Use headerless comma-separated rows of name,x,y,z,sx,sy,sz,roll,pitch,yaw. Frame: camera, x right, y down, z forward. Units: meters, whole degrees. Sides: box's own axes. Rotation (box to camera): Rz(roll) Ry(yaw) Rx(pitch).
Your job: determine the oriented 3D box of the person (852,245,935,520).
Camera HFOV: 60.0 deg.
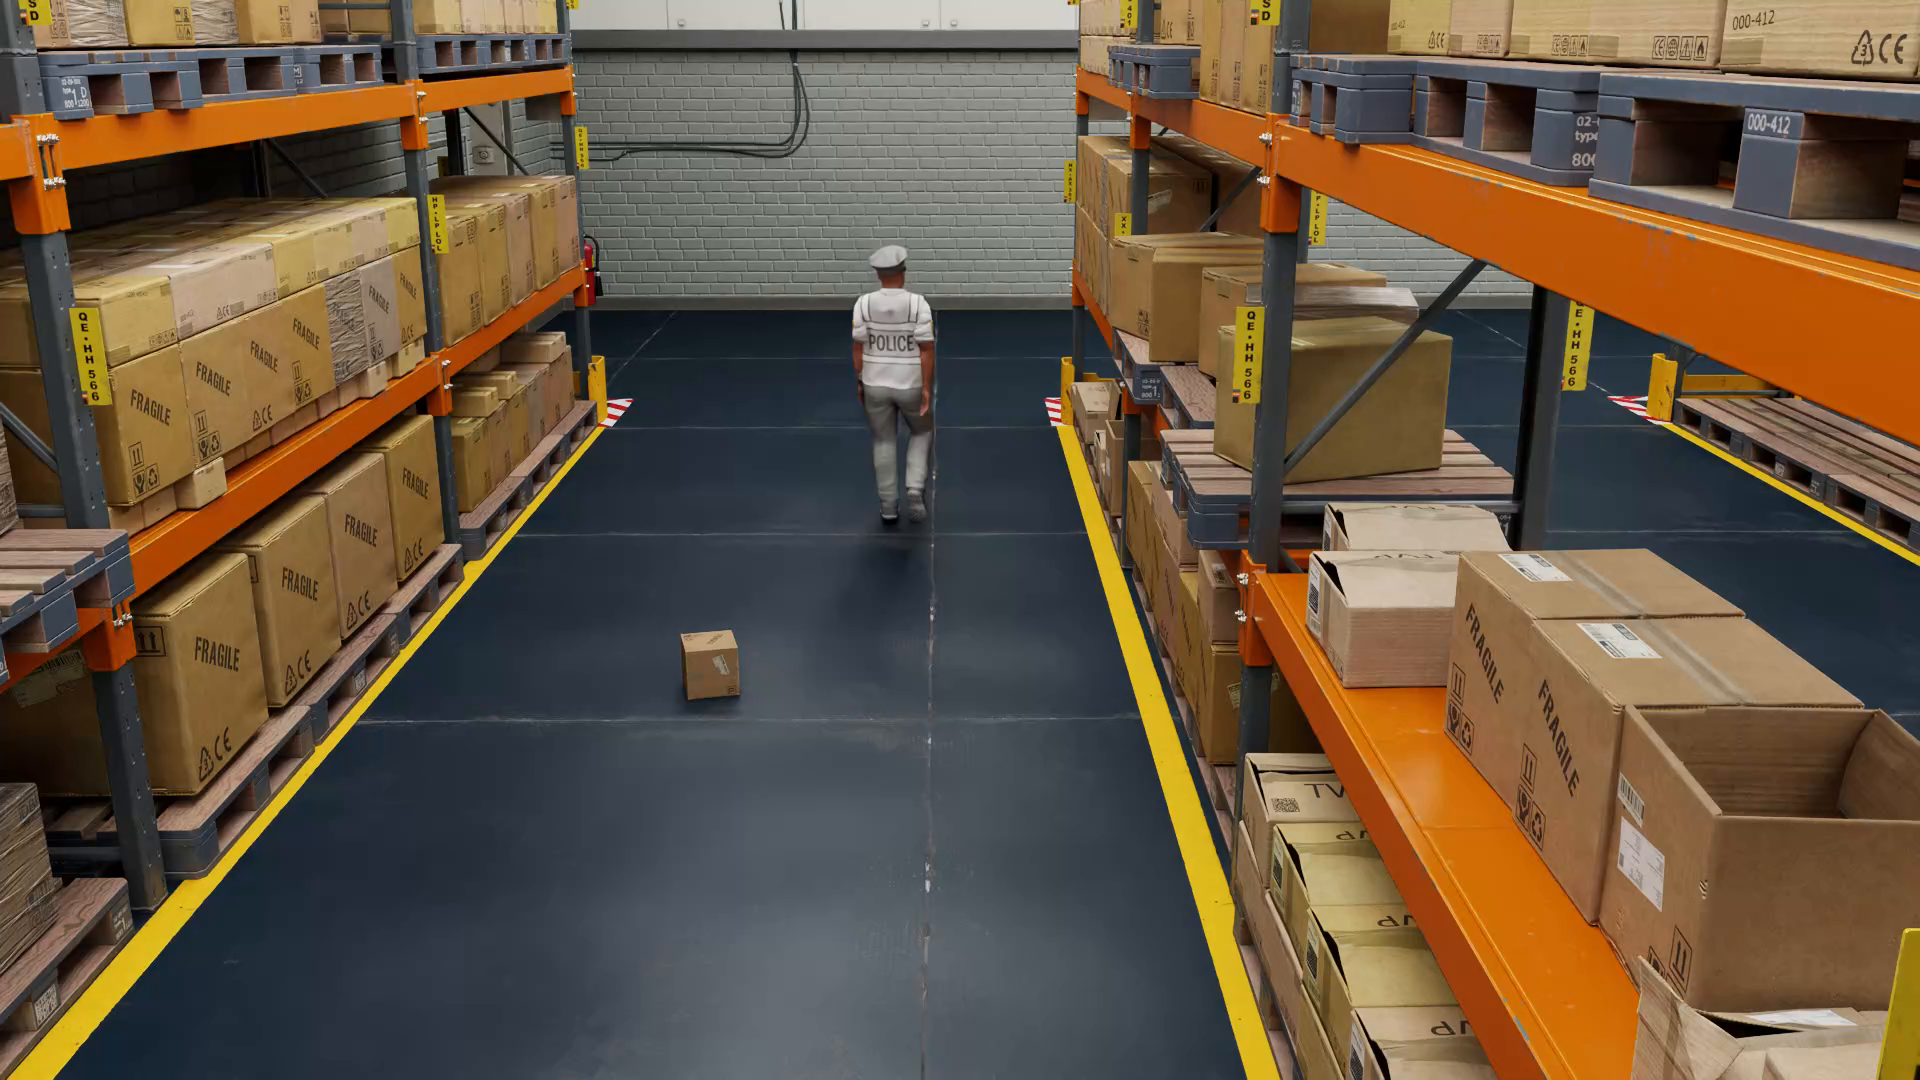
person,-0.419,-0.998,10.747,0.530,1.808,0.463,1,17,3
